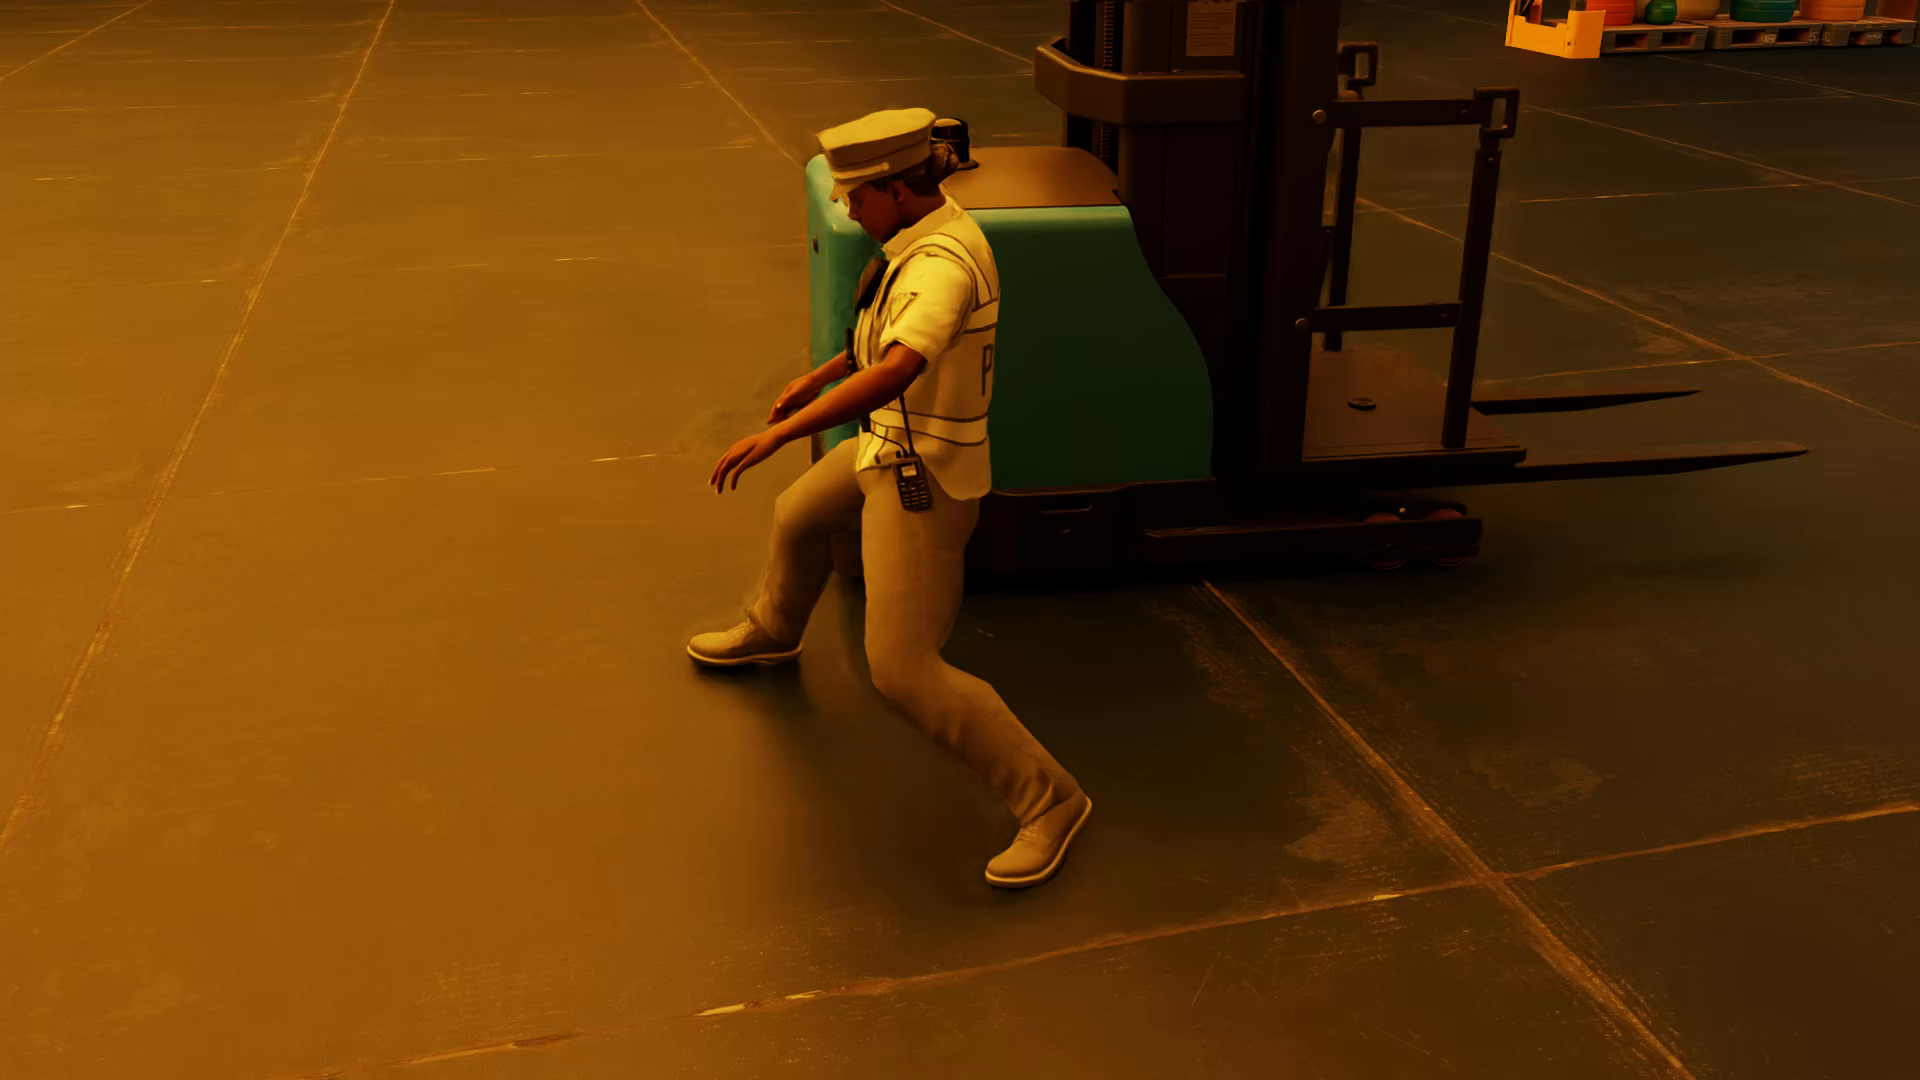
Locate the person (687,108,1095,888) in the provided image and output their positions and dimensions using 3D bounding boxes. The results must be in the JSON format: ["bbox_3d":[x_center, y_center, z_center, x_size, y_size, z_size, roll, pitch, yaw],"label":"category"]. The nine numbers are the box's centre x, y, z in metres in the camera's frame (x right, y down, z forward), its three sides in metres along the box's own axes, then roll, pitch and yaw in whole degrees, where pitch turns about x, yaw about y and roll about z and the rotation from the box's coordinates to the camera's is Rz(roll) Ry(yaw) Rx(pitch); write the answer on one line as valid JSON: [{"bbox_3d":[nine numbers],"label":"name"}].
[{"bbox_3d":[-0.211,-0.163,3.586,0.955,1.484,1.078,-1,23,-1],"label":"person"}]

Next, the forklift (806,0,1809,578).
[{"bbox_3d":[1.076,-1.461,4.743,3.031,2.935,1.130,-3,23,-8],"label":"forklift"}]
